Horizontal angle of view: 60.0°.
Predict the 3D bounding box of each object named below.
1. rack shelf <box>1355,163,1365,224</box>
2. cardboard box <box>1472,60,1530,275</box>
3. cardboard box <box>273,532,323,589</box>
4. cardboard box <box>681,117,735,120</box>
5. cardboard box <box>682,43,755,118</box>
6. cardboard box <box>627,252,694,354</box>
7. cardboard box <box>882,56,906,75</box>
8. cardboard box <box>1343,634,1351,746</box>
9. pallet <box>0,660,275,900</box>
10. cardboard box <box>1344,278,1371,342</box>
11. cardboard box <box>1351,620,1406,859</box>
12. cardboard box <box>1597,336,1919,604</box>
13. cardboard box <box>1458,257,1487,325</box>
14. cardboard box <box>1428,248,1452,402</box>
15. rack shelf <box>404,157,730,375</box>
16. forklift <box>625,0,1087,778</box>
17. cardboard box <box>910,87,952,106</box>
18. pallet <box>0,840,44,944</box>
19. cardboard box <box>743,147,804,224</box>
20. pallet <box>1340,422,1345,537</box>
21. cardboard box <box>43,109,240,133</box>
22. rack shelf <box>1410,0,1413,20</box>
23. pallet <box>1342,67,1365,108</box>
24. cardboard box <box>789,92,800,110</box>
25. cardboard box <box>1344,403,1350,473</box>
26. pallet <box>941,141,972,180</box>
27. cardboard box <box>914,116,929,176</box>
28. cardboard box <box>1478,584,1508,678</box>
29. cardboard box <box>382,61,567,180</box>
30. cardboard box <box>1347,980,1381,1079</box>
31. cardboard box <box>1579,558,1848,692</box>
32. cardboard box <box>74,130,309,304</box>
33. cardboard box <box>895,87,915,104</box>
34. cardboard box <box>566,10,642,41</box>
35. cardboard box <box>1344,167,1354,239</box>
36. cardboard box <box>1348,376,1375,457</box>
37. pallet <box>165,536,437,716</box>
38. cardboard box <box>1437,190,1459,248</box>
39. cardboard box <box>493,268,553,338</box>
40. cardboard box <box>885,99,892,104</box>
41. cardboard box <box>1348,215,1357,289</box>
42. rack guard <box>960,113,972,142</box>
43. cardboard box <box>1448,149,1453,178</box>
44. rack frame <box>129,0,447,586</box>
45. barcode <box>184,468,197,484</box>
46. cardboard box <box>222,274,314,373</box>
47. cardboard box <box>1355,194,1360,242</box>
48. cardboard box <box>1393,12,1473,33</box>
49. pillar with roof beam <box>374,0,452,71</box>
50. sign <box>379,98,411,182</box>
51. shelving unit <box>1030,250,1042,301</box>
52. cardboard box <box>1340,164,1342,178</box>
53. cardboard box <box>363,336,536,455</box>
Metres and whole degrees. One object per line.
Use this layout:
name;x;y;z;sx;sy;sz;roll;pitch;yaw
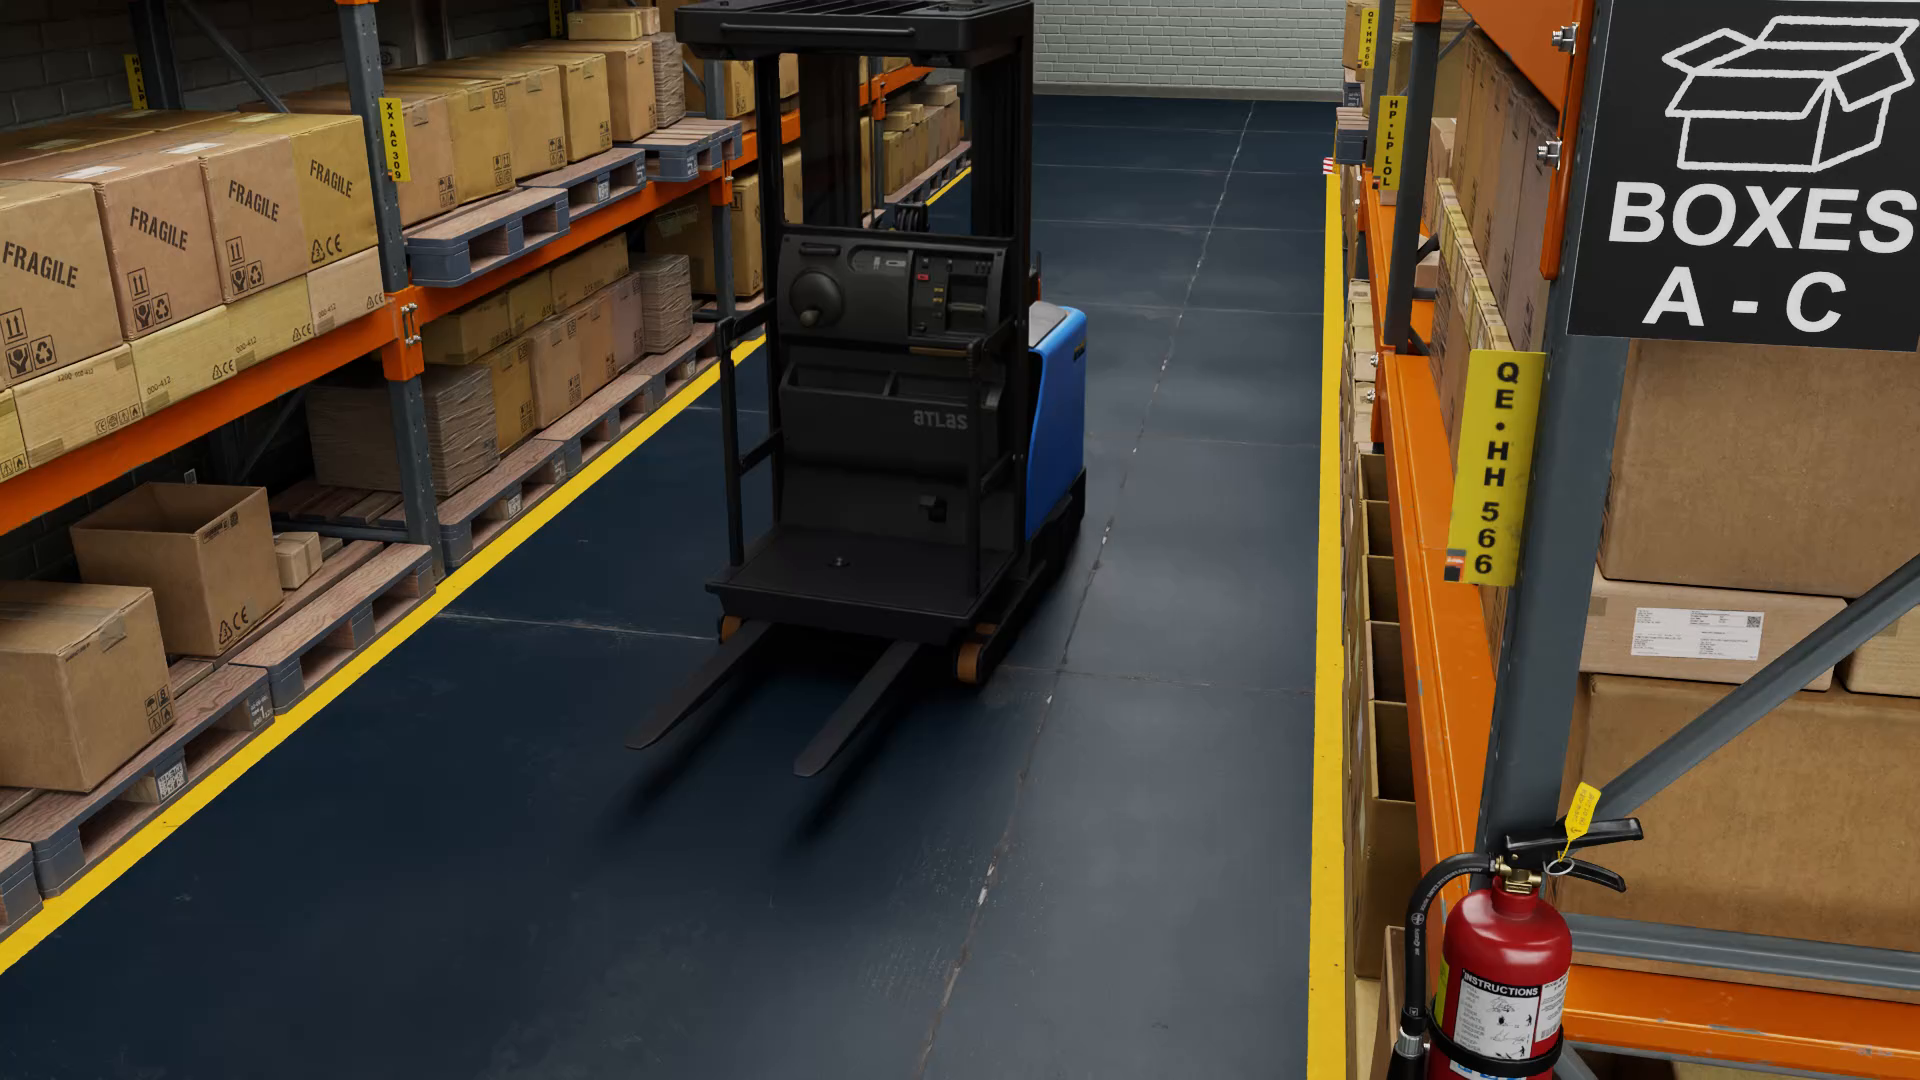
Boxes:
rack shelf;3.277;-2.722;11.559;1.077;0.370;4.000;4;22;11
cardboard box;1.764;-0.978;4.397;0.700;0.500;0.500;4;22;11
cardboard box;-2.877;0.071;6.866;0.380;0.166;0.250;2;22;4
cardboard box;-1.687;-2.696;10.841;0.380;0.149;0.250;4;22;10
cardboard box;-1.632;-3.052;10.857;0.500;0.500;0.500;5;22;13
cardboard box;-2.077;-1.477;10.264;0.700;0.500;0.500;5;22;12
cardboard box;-1.038;-4.499;14.608;0.980;0.700;0.700;5;22;12
cardboard box;1.554;0.549;5.594;0.500;0.250;0.500;4;22;11
pallet;-3.147;0.752;5.703;1.003;0.211;1.213;4;22;11
cardboard box;2.475;-1.334;9.519;0.500;0.311;0.500;5;23;13
cardboard box;1.348;0.566;4.547;0.500;0.500;0.500;4;22;11
cardboard box;1.355;-0.235;2.552;0.700;0.500;0.500;5;22;11
cardboard box;1.549;-0.653;4.458;0.380;0.149;0.250;4;22;9
cardboard box;1.968;-0.744;5.553;0.700;0.500;0.500;4;22;10
rack shelf;-2.389;-1.635;8.861;1.077;0.370;4.000;4;22;11
forklift;-0.339;-0.965;6.327;1.130;2.935;3.031;7;23;16
cardboard box;-0.293;-4.544;17.037;0.380;0.149;0.250;5;22;12
pallet;-3.398;1.197;4.599;1.003;0.211;1.213;4;22;11
cardboard box;-1.518;-2.476;12.303;0.750;0.750;0.750;4;22;11
pallet;2.412;-0.287;8.284;1.003;0.211;1.213;4;22;11
cardboard box;-3.098;-1.369;6.407;0.500;0.500;0.500;4;22;10
rack shelf;2.461;-2.650;7.366;1.077;0.370;4.000;4;22;11
pallet;3.415;-3.414;12.571;1.003;0.211;1.213;4;22;11
cardboard box;-1.385;-3.257;12.236;0.380;0.149;0.250;5;22;11
cardboard box;2.168;-0.512;8.228;0.500;0.250;0.500;5;22;12
pallet;-0.435;-4.034;17.587;1.003;0.211;1.213;4;22;11
cardboard box;-0.699;-3.835;16.144;0.700;0.500;0.500;5;22;12
cardboard box;1.554;0.012;3.674;0.700;0.500;0.500;5;22;11
cardboard box;-2.435;-2.118;8.375;0.700;0.500;0.500;8;23;18
cardboard box;1.147;1.280;3.778;0.500;0.250;0.500;4;22;11
cardboard box;1.128;0.100;2.587;0.380;0.149;0.250;4;22;10
cardboard box;-2.687;-1.145;5.852;0.500;0.500;0.500;4;22;11
cardboard box;-0.667;-4.574;17.111;0.380;0.149;0.250;5;22;11
cardboard box;-2.073;-3.004;9.707;0.380;0.149;0.250;1;22;2
cardboard box;3.348;-2.673;13.232;0.500;0.500;0.500;3;22;8
cardboard box;2.059;-0.583;7.655;0.500;0.311;0.500;4;22;11
pallet;-2.900;0.305;6.815;1.003;0.211;1.213;4;22;11
cardboard box;1.757;-1.033;5.401;0.380;0.149;0.250;5;22;12
cardboard box;-2.475;-1.252;8.700;0.500;0.250;0.500;4;22;9
cardboard box;-0.873;-4.203;16.190;0.380;0.149;0.250;4;22;10
cardboard box;2.936;-1.918;11.357;0.500;0.500;0.500;4;22;9
rack guard;-0.344;-4.475;18.296;1.175;0.500;0.348;4;22;11
cardboard box;2.333;-1.380;7.130;0.500;0.500;0.500;6;23;15
rack frame;-2.798;-1.237;6.910;1.000;3.000;0.127;4;22;11
barcode;-3.143;-0.251;6.790;0.001;0.075;0.075;4;22;11
cardboard box;-2.707;-0.799;5.996;0.500;0.250;0.500;5;22;11
cardboard box;2.837;-2.097;10.799;0.500;0.250;0.500;5;23;13
cardboard box;3.385;-3.377;11.527;0.700;0.500;0.500;-1;22;-3
pillar with roof beam;1.121;-4.745;7.590;9.100;9.000;0.400;4;22;11
sign;-2.265;-1.600;6.653;0.100;0.325;0.005;4;22;11
shelving unit;0.210;-0.793;8.216;0.258;1.200;0.503;7;23;16
cardboard box;3.909;-3.635;15.956;0.500;0.250;0.500;4;22;11
cardboard box;-2.607;-0.745;8.445;0.700;0.500;0.500;4;22;10
